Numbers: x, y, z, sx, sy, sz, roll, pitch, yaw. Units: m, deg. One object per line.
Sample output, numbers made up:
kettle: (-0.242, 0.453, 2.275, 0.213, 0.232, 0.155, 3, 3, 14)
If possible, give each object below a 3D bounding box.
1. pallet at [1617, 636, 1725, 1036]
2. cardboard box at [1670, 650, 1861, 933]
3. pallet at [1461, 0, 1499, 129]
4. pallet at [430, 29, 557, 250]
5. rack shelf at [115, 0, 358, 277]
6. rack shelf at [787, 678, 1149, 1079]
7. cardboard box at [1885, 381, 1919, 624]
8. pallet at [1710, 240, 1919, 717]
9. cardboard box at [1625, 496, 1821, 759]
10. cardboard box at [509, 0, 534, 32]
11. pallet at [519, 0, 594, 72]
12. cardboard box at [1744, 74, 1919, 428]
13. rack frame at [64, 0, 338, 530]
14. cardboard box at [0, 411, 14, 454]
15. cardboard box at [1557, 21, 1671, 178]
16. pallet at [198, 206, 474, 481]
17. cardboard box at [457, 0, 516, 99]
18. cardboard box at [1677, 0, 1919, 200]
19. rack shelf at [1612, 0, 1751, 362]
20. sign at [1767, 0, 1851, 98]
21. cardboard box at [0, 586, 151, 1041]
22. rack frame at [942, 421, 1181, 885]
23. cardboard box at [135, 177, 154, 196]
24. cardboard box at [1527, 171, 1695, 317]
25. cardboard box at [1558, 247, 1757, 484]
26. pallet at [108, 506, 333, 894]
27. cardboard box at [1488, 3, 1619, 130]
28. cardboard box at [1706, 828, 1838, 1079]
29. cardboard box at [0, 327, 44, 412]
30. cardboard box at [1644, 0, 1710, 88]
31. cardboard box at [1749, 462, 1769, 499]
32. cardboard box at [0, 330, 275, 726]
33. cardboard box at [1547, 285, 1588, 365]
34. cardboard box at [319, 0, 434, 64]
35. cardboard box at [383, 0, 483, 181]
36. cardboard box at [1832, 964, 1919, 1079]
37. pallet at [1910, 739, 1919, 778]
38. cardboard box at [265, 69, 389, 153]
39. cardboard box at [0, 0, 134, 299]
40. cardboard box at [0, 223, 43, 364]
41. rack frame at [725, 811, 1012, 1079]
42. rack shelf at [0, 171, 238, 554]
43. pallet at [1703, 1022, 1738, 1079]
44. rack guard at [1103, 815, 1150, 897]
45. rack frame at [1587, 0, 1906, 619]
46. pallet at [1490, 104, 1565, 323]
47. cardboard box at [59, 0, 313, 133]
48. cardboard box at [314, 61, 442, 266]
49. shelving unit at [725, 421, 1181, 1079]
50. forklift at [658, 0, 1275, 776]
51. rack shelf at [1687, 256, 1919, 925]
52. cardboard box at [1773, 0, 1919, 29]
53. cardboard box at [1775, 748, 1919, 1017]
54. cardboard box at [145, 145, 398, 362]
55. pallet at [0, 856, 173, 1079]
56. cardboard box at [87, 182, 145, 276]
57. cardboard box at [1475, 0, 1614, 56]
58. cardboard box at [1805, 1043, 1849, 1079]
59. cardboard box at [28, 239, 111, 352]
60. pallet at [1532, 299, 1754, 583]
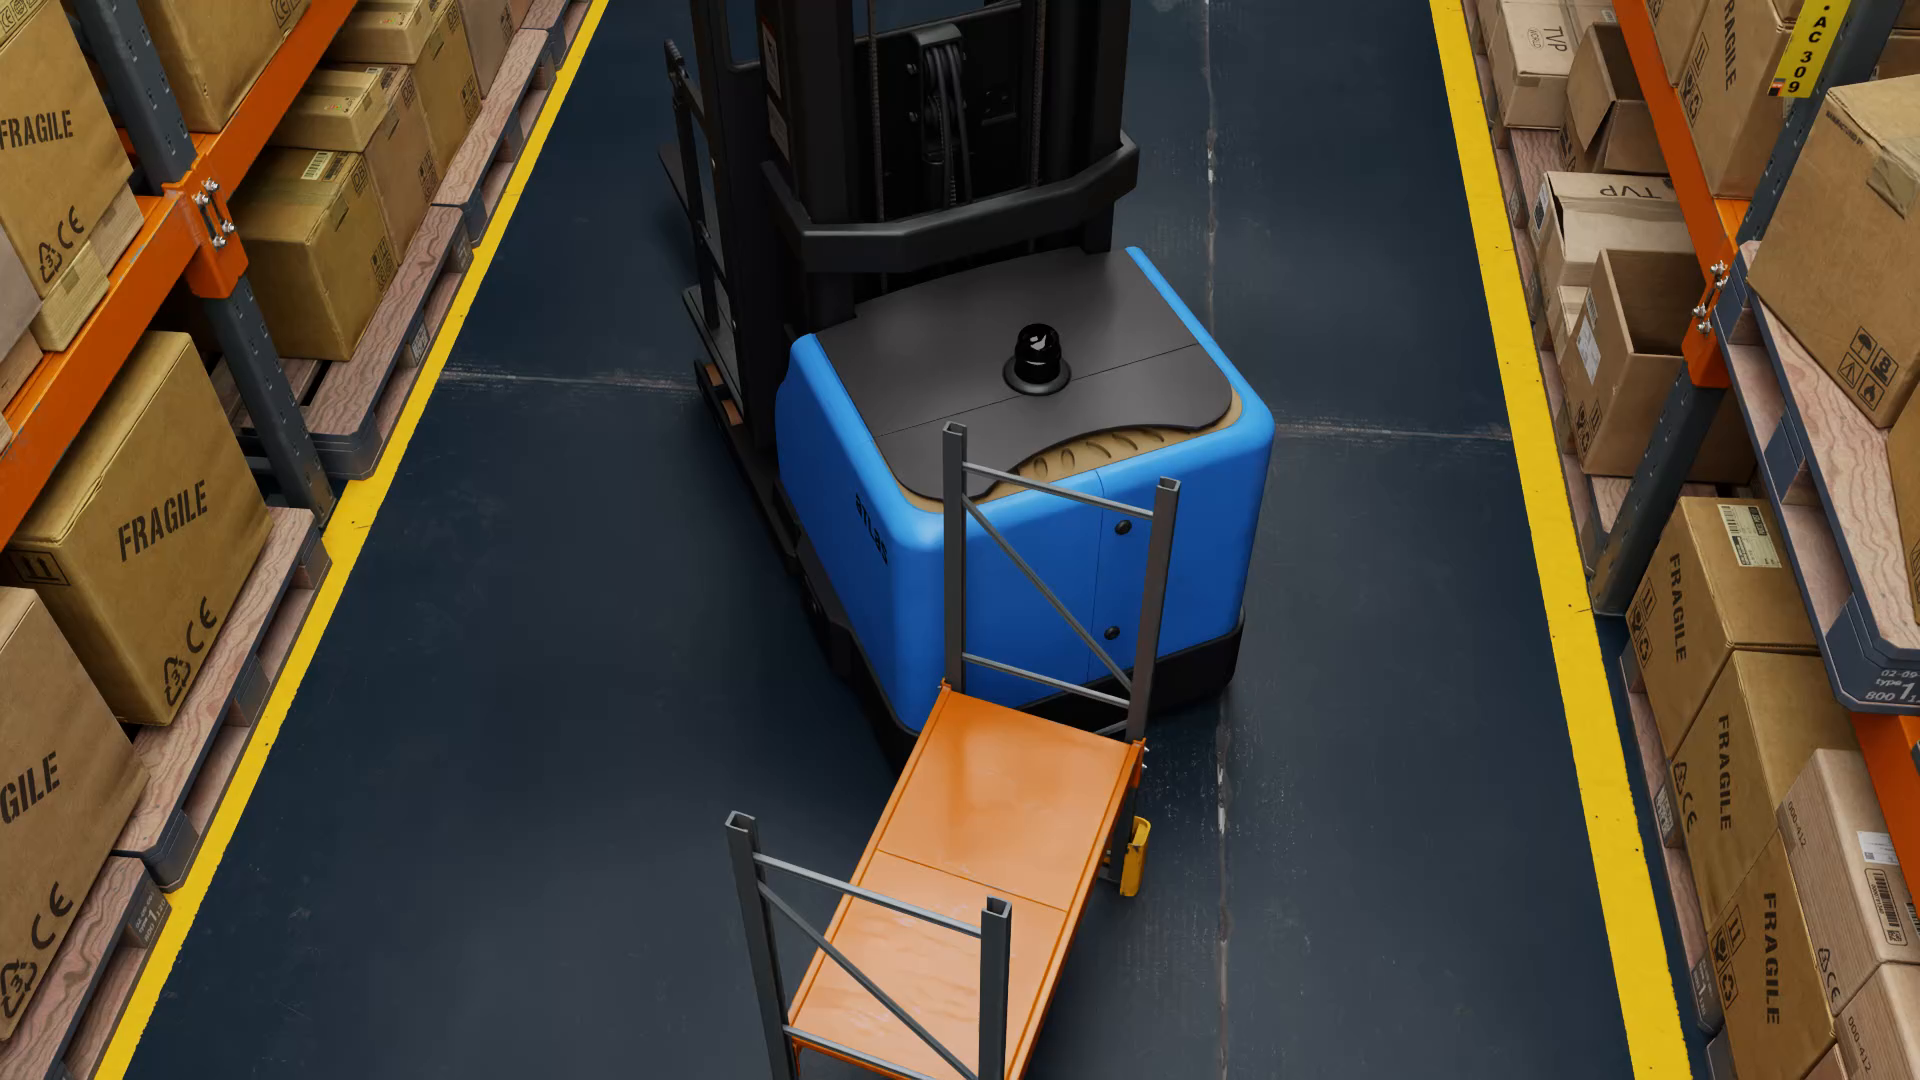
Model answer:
pallet: (2.386, 0.748, 4.423, 1.003, 0.211, 1.213, 4, 48, 4)
cardboard box: (2.098, 0.634, 4.033, 0.500, 0.500, 0.500, 4, 48, 4)
pallet: (2.708, -2.149, 7.073, 1.003, 0.211, 1.213, 4, 48, 4)
pallet: (-2.255, -1.635, 6.602, 1.003, 0.211, 1.213, 4, 48, 4)
rack shelf: (-2.329, -2.350, 5.854, 1.077, 0.370, 4.000, 4, 48, 4)
rack shelf: (0.024, 0.807, 3.739, 0.538, 0.185, 1.000, 15, 49, 14)
cardboard box: (2.157, -0.126, 2.980, 0.700, 0.500, 0.500, 11, 48, 10)
pallet: (2.241, -0.148, 3.483, 1.003, 0.211, 1.213, 4, 48, 4)
cardboard box: (2.136, 0.241, 4.392, 0.500, 0.500, 0.500, 2, 48, 2)
cardboard box: (-2.156, -2.472, 6.888, 0.700, 0.500, 0.500, 4, 48, 3)
pallet: (-2.141, -2.529, 7.420, 1.003, 0.211, 1.213, 4, 48, 4)
cardboard box: (2.156, -0.635, 3.446, 0.700, 0.500, 0.500, -11, 48, -10)
rack frame: (-2.511, -1.123, 4.245, 1.000, 3.000, 0.127, 4, 48, 4)
cardboard box: (-2.293, -0.205, 3.562, 0.380, 0.149, 0.250, 4, 48, 4)
cardboard box: (2.588, -1.480, 5.964, 0.797, 0.503, 0.637, 4, 48, 4)
pallet: (-2.364, -0.736, 5.780, 1.003, 0.211, 1.213, 4, 48, 4)
cardboard box: (-2.201, -2.102, 6.550, 0.700, 0.500, 0.500, 2, 48, 2)
cardboard box: (2.212, -1.211, 4.257, 0.500, 0.500, 0.500, 5, 48, 4)
rack shelf: (2.605, -2.020, 5.552, 1.077, 0.370, 4.000, 4, 48, 4)
sign: (1.881, -1.116, 3.651, 0.100, 0.325, 0.005, 4, 48, 4)
cardboard box: (-2.519, 0.600, 3.841, 0.750, 0.750, 0.750, 5, 48, 5)
rack frame: (0.203, 0.334, 3.928, 0.500, 1.500, 0.032, 15, 49, 14)
cardboard box: (-2.552, -1.090, 5.184, 0.380, 0.149, 0.250, 4, 48, 3)
cardboard box: (2.260, -1.023, 5.677, 0.500, 0.311, 0.500, 4, 48, 4)
cardboard box: (2.192, -0.536, 5.103, 0.500, 0.500, 0.500, 4, 48, 4)
pallet: (-2.506, 0.390, 4.750, 1.003, 0.211, 1.213, 4, 48, 4)
cardboard box: (2.364, -1.838, 6.463, 0.500, 0.250, 0.500, 4, 48, 4)
cardboard box: (2.045, 1.001, 3.698, 0.500, 0.500, 0.500, 4, 48, 4)
cardboard box: (-2.328, -0.404, 3.743, 0.380, 0.149, 0.250, 5, 48, 5)
cardboard box: (2.258, -1.590, 4.604, 0.500, 0.500, 0.500, 5, 48, 5)
cardboard box: (2.676, -0.328, 5.041, 0.500, 0.311, 0.500, 4, 48, 4)
cardboard box: (-2.441, -0.053, 4.438, 0.750, 0.750, 0.750, 4, 48, 4)
cardboard box: (2.166, -0.697, 5.488, 0.380, 0.149, 0.250, 4, 48, 4)
cardboard box: (-2.080, -1.806, 5.839, 0.380, 0.149, 0.250, 3, 48, 2)
cardboard box: (-2.243, -1.710, 6.191, 0.700, 0.500, 0.500, 5, 48, 4)
cardboard box: (1.999, 1.092, 3.106, 0.500, 0.250, 0.500, 3, 48, 3)
pallet: (2.230, 0.782, 2.632, 1.003, 0.211, 1.213, 4, 48, 4)
cardboard box: (-2.128, -1.422, 5.488, 0.380, 0.149, 0.250, 5, 48, 5)
cardboard box: (-2.302, -0.908, 3.765, 0.500, 0.500, 0.500, 3, 48, 3)
cardboard box: (-2.339, -0.533, 3.421, 0.500, 0.500, 0.500, 4, 48, 4)
rack frame: (-0.155, 1.037, 3.285, 0.500, 1.500, 0.032, 15, 49, 14)
rack shelf: (-2.693, 0.589, 3.166, 1.077, 0.370, 4.000, 4, 48, 4)
pallet: (2.277, 1.647, 3.600, 1.003, 0.211, 1.213, 4, 48, 4)
rack guard: (0.202, 0.757, 4.388, 0.587, 0.250, 0.087, 15, 49, 14)
rack frame: (2.422, -0.793, 3.943, 1.000, 3.000, 0.127, 4, 48, 4)
pallet: (2.595, -1.255, 6.255, 1.003, 0.211, 1.213, 4, 48, 4)
cardboard box: (-2.445, -1.622, 4.498, 0.980, 0.700, 0.700, 5, 48, 4)
cardboard box: (-2.292, -1.333, 5.846, 0.700, 0.500, 0.500, 3, 48, 3)
shelving unit: (0.027, 0.679, 3.612, 0.587, 1.500, 1.083, 15, 49, 14)
forklift: (-0.245, -1.415, 4.558, 1.130, 2.935, 3.031, -17, 50, -15)
rack shelf: (2.240, 0.919, 2.864, 1.077, 0.370, 4.000, 4, 48, 4)
cardboard box: (2.211, -1.553, 3.892, 0.500, 0.500, 0.500, 4, 48, 4)
cardboard box: (2.045, 0.723, 3.444, 0.500, 0.250, 0.500, 4, 48, 4)
cardboard box: (-2.341, -0.964, 5.508, 0.700, 0.500, 0.500, 4, 48, 4)
pallet: (-2.615, 1.289, 3.928, 1.003, 0.211, 1.213, 4, 48, 4)
cardboard box: (-2.260, -0.778, 4.085, 0.380, 0.149, 0.250, 4, 48, 4)
cardboard box: (2.409, -2.205, 6.799, 0.500, 0.250, 0.500, 4, 48, 4)
cardboard box: (1.998, 1.372, 3.358, 0.500, 0.500, 0.500, 2, 48, 2)
cardboard box: (-2.259, -0.591, 3.914, 0.380, 0.149, 0.250, 5, 48, 4)
pallet: (2.486, -0.356, 5.433, 1.003, 0.211, 1.213, 4, 48, 4)
